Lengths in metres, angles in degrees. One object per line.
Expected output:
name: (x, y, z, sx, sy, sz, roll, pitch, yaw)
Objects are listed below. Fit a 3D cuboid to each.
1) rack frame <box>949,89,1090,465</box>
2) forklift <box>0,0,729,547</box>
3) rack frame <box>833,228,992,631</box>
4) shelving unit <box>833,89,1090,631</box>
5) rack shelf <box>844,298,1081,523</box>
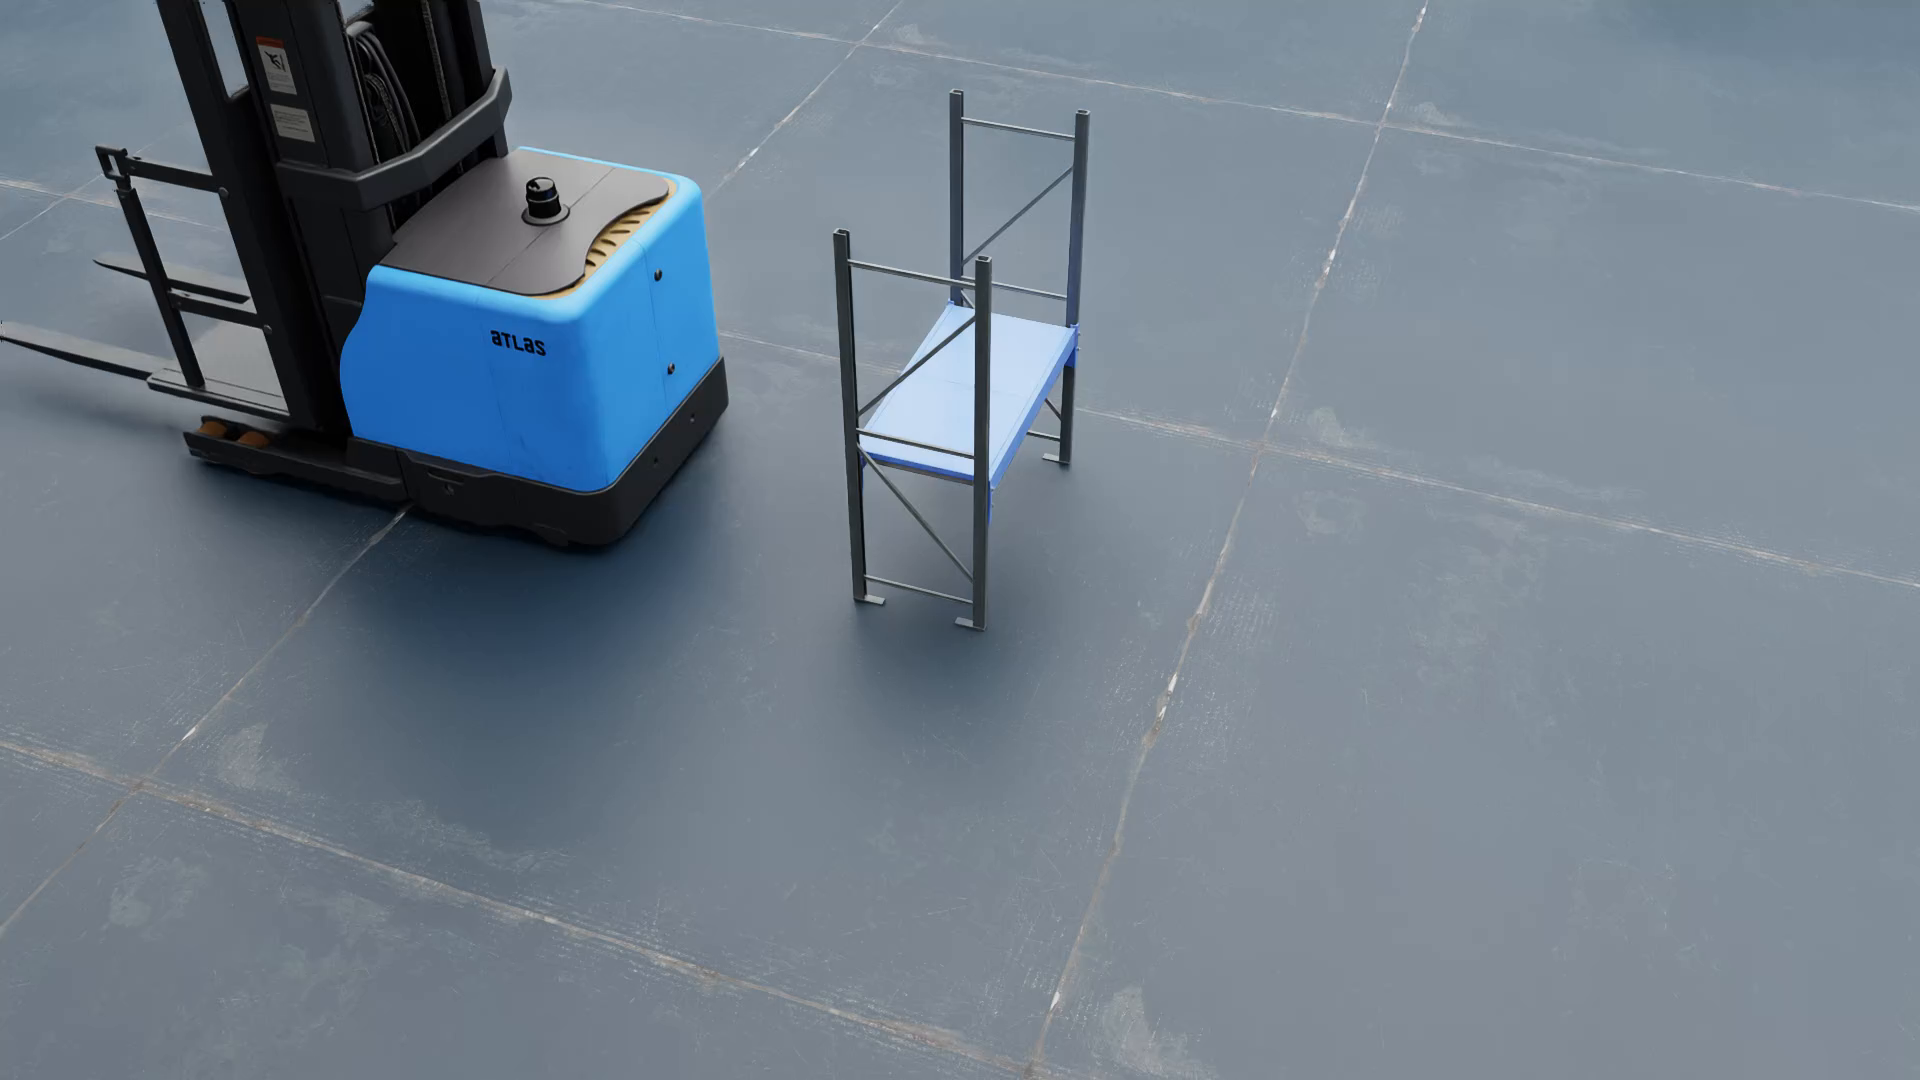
rack frame: (0.203, -0.933, 6.188, 0.500, 1.500, 0.032, 13, 42, 15)
forklift: (-2.517, -1.681, 5.962, 3.031, 2.935, 1.130, 13, 42, 15)
rack frame: (-0.145, -0.313, 5.461, 0.500, 1.500, 0.032, 13, 42, 15)
shelving unit: (0.029, -0.623, 5.824, 0.538, 1.500, 1.048, 13, 42, 15)
rack shelf: (0.029, -0.486, 5.941, 0.538, 0.185, 1.000, 13, 42, 15)
